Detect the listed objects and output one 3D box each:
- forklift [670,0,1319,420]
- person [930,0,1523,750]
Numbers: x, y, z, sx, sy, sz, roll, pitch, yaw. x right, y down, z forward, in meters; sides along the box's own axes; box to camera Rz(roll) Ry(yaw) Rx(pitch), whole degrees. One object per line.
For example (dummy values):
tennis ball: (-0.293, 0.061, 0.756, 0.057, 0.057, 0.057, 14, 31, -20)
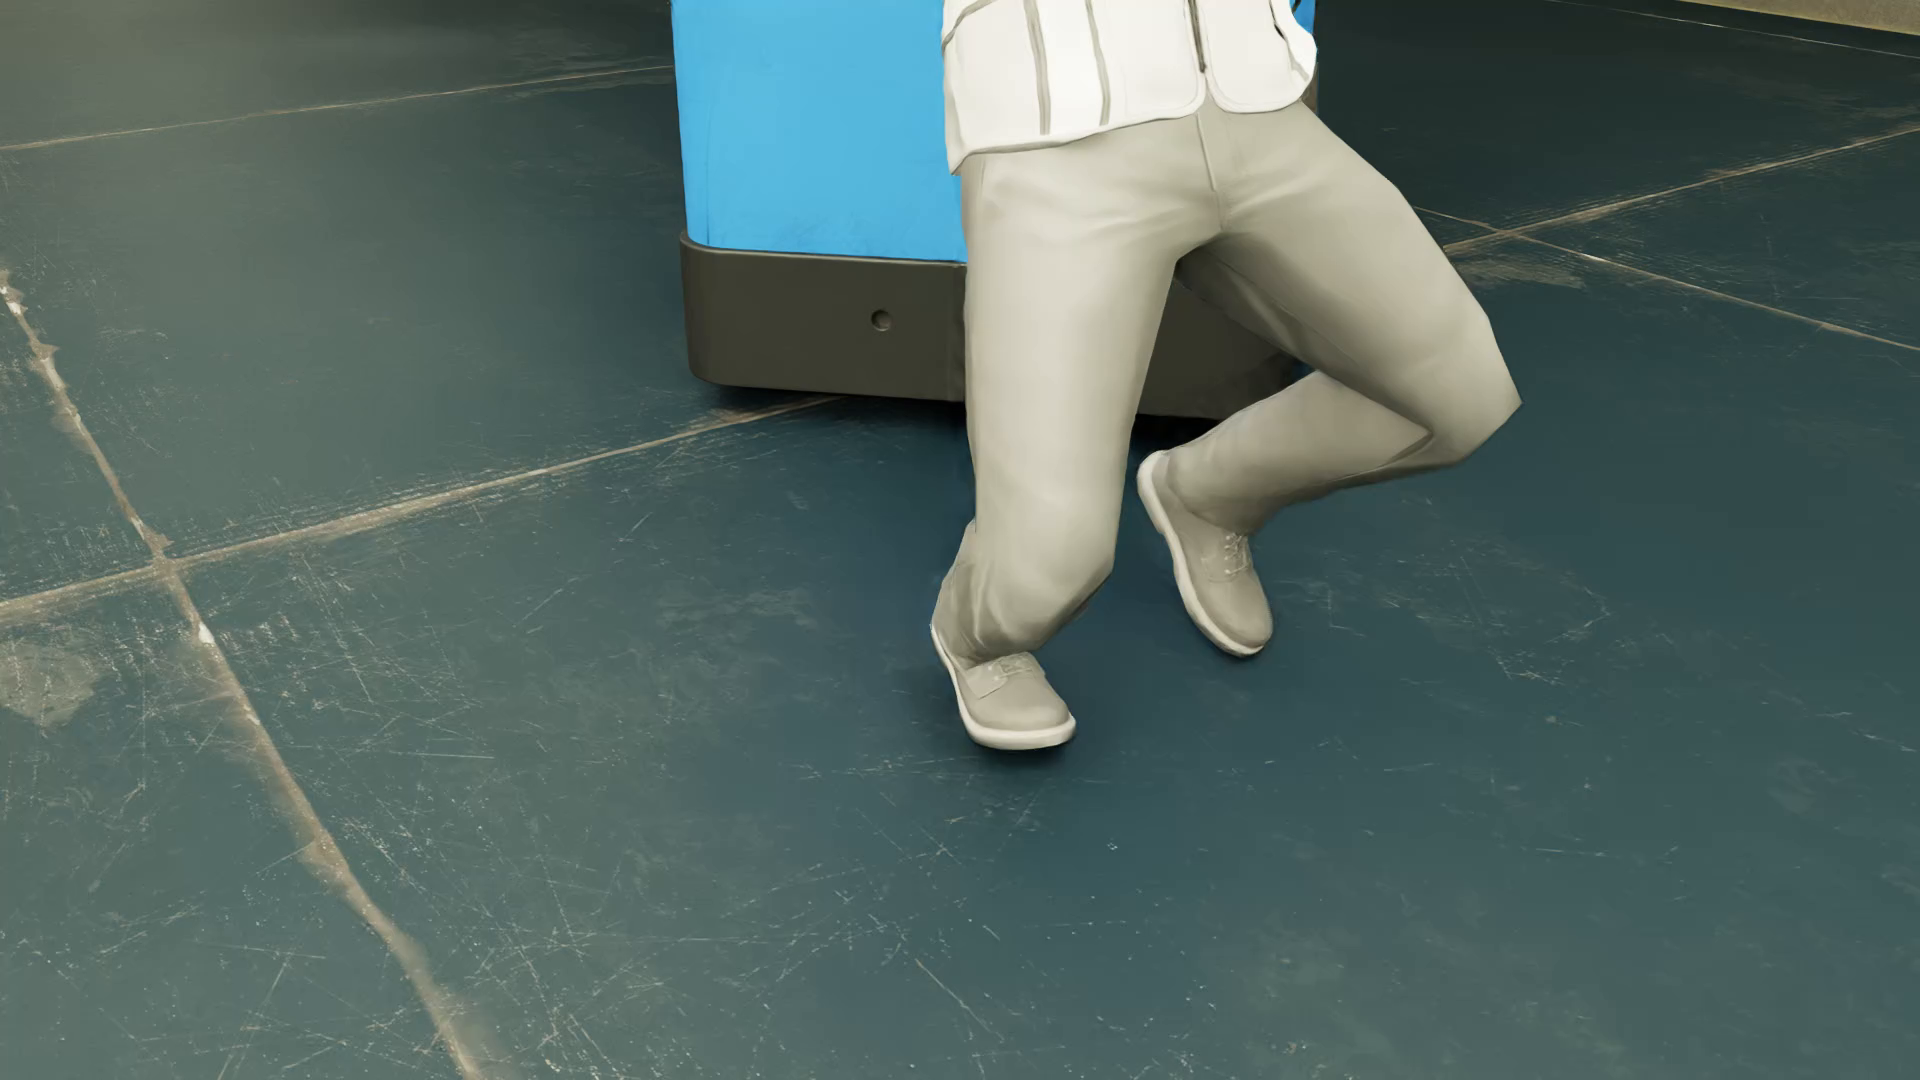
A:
forklift: (0.291, -2.144, 3.505, 1.130, 2.935, 3.031, 5, 27, 9)
person: (0.117, -0.510, 1.747, 0.911, 1.583, 0.727, -16, 31, -28)
